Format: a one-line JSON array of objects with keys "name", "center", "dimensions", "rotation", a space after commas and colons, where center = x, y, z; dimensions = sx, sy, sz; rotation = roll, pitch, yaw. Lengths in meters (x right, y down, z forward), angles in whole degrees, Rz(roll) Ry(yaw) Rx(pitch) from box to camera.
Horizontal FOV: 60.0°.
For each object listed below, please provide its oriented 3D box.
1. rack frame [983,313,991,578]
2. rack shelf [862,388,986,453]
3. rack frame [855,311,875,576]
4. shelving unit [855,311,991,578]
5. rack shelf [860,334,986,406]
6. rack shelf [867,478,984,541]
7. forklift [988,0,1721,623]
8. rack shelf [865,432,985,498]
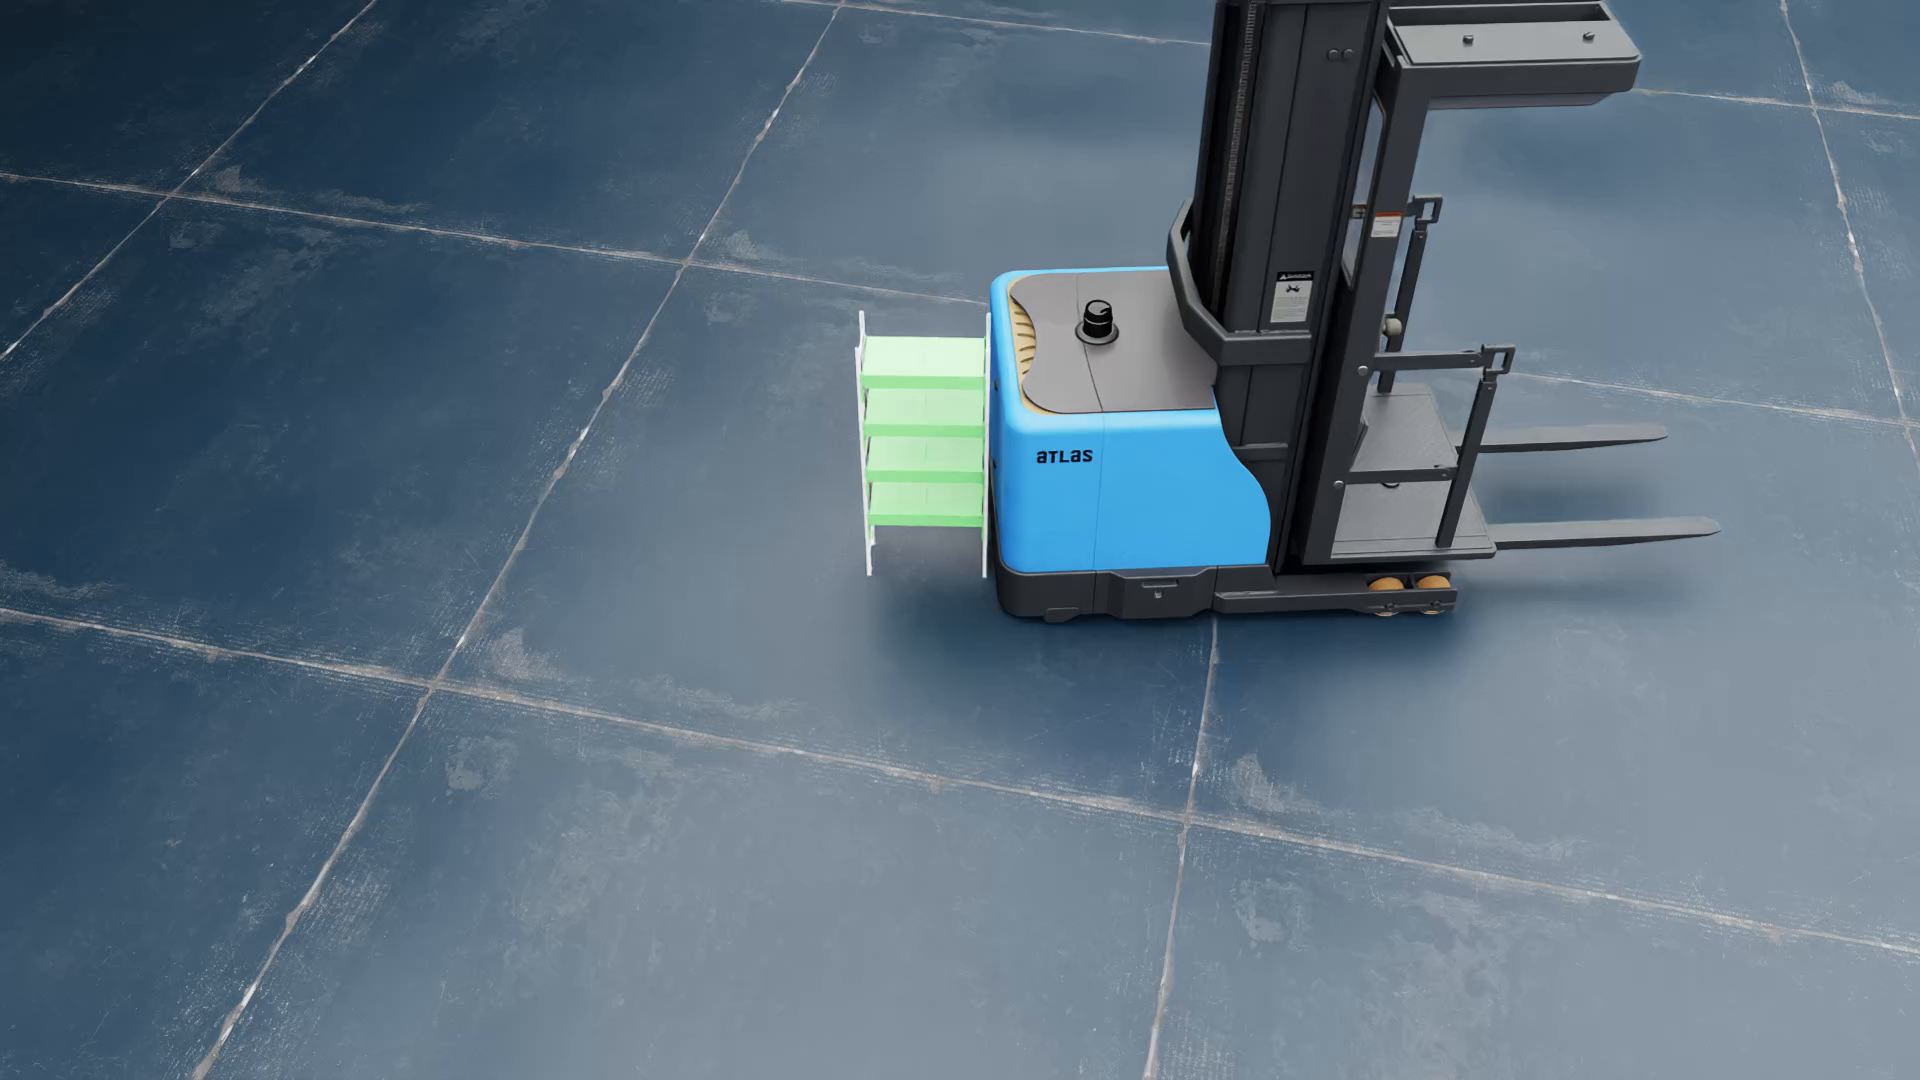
[{"name": "rack frame", "center": [0.107, -0.355, 6.713], "dimensions": [0.015, 1.200, 0.240], "rotation": [1, 44, 1]}, {"name": "rack shelf", "center": [-0.137, -0.486, 6.596], "dimensions": [0.480, 0.148, 0.258], "rotation": [1, 44, 1]}, {"name": "rack frame", "center": [-0.381, -0.364, 6.723], "dimensions": [0.015, 1.200, 0.240], "rotation": [1, 44, 1]}, {"name": "shelving unit", "center": [-0.137, -0.359, 6.718], "dimensions": [0.503, 1.200, 0.258], "rotation": [1, 44, 1]}, {"name": "rack shelf", "center": [-0.137, -0.659, 6.429], "dimensions": [0.480, 0.148, 0.258], "rotation": [1, 44, 1]}, {"name": "rack shelf", "center": [-0.137, -0.140, 6.929], "dimensions": [0.480, 0.148, 0.258], "rotation": [1, 44, 1]}, {"name": "forklift", "center": [1.645, -1.108, 6.248], "dimensions": [3.031, 2.935, 1.130], "rotation": [-2, 44, -2]}, {"name": "rack shelf", "center": [-0.137, -0.313, 6.762], "dimensions": [0.480, 0.148, 0.258], "rotation": [1, 44, 1]}]
